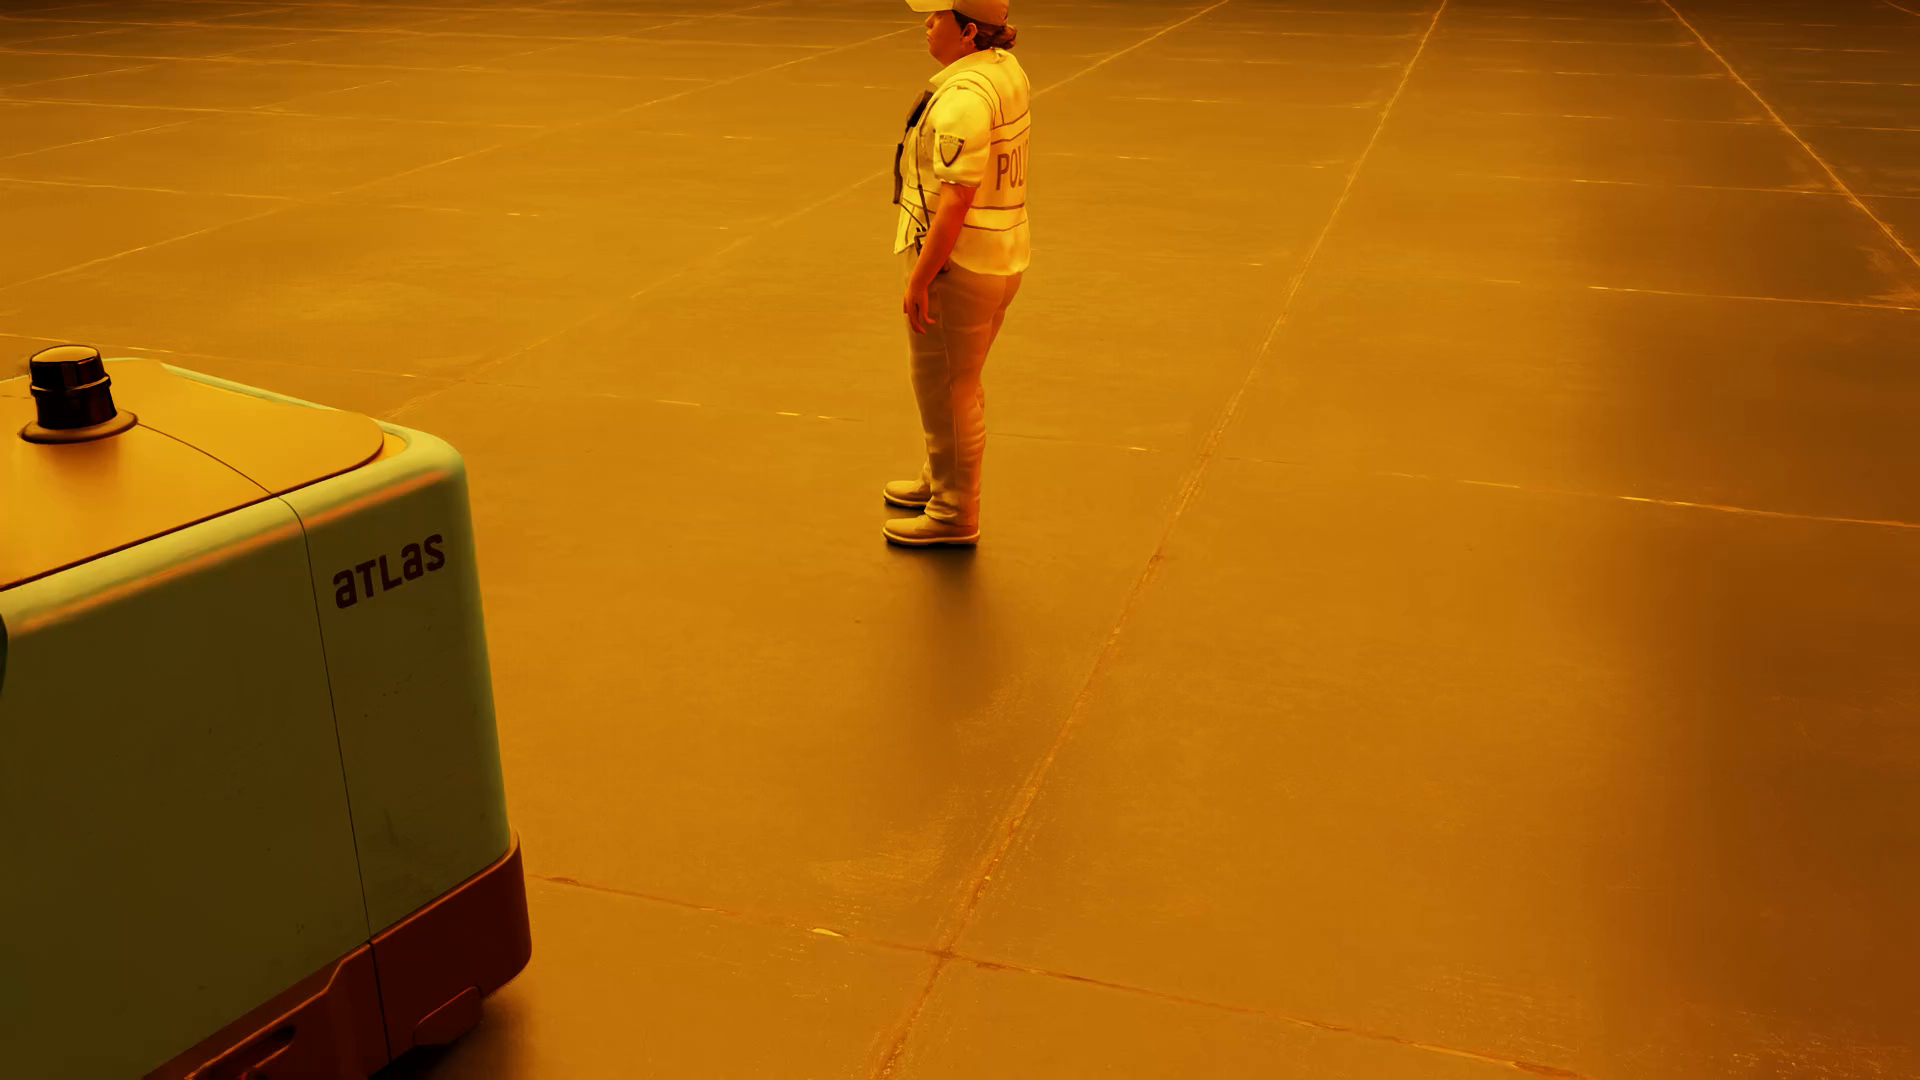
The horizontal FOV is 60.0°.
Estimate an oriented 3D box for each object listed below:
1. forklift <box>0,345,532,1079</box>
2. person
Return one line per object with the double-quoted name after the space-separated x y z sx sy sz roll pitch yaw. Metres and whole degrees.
-2.023 -0.157 1.660 1.130 2.935 3.031 14 26 31 "forklift"
-0.066 -0.795 4.841 0.529 1.670 0.598 7 23 16 "person"
